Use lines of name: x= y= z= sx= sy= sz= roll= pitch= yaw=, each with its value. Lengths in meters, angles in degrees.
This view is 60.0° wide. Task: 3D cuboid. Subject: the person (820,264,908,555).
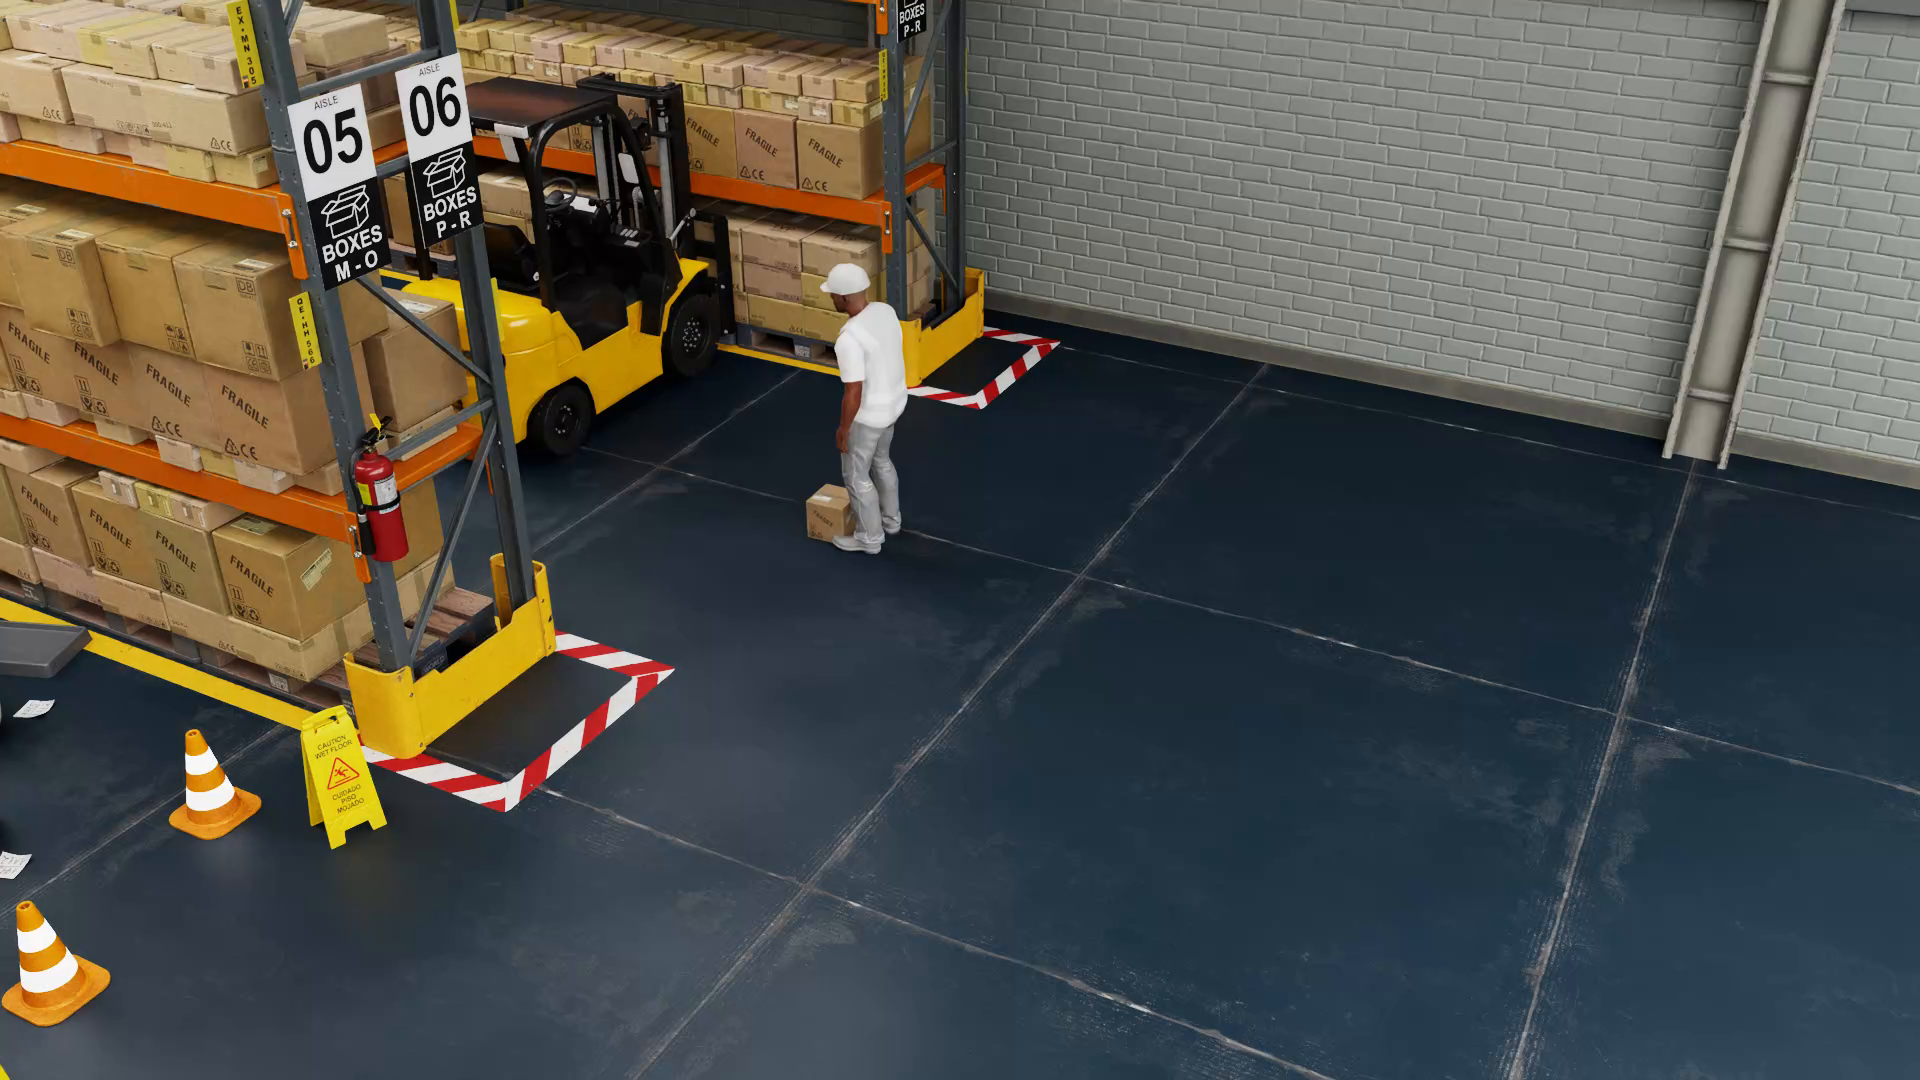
person: x=-0.550 y=-0.761 z=9.600 sx=0.462 sy=1.759 sz=0.627 roll=13 pitch=32 yaw=21
